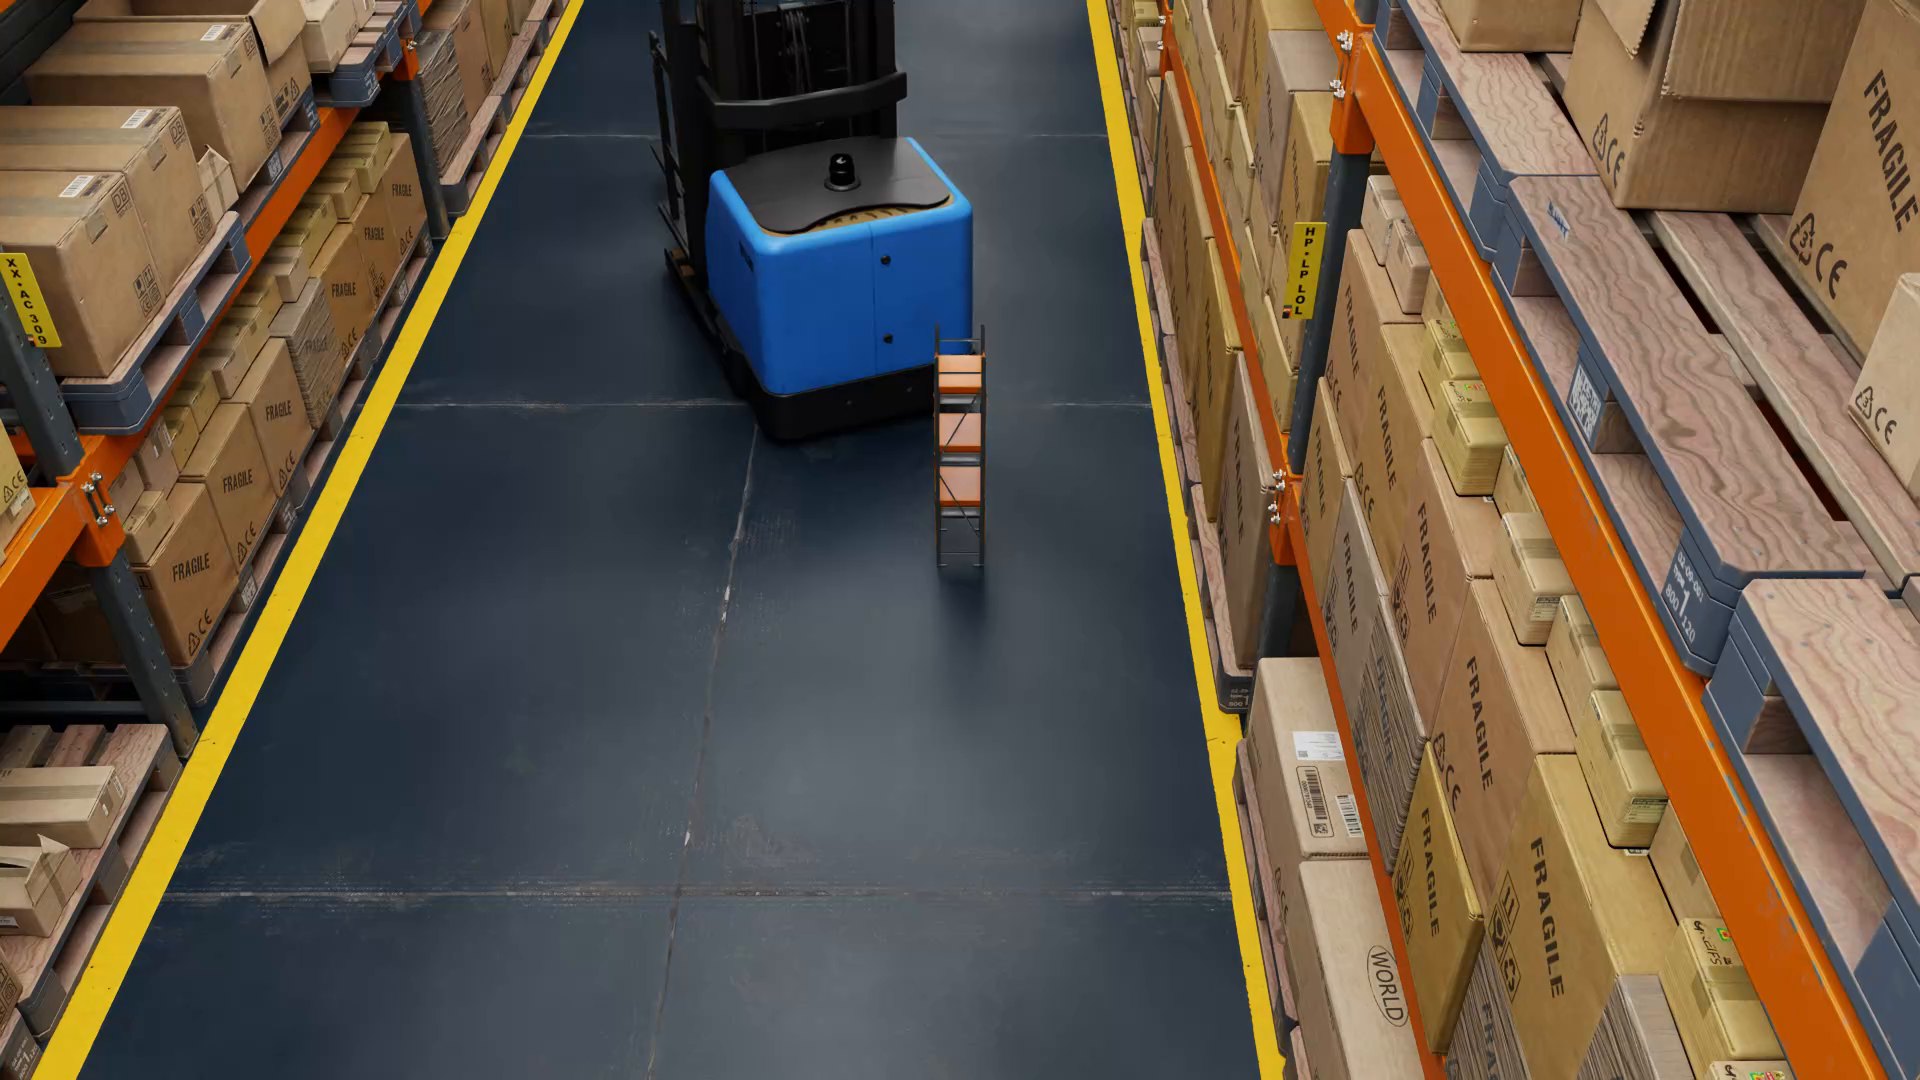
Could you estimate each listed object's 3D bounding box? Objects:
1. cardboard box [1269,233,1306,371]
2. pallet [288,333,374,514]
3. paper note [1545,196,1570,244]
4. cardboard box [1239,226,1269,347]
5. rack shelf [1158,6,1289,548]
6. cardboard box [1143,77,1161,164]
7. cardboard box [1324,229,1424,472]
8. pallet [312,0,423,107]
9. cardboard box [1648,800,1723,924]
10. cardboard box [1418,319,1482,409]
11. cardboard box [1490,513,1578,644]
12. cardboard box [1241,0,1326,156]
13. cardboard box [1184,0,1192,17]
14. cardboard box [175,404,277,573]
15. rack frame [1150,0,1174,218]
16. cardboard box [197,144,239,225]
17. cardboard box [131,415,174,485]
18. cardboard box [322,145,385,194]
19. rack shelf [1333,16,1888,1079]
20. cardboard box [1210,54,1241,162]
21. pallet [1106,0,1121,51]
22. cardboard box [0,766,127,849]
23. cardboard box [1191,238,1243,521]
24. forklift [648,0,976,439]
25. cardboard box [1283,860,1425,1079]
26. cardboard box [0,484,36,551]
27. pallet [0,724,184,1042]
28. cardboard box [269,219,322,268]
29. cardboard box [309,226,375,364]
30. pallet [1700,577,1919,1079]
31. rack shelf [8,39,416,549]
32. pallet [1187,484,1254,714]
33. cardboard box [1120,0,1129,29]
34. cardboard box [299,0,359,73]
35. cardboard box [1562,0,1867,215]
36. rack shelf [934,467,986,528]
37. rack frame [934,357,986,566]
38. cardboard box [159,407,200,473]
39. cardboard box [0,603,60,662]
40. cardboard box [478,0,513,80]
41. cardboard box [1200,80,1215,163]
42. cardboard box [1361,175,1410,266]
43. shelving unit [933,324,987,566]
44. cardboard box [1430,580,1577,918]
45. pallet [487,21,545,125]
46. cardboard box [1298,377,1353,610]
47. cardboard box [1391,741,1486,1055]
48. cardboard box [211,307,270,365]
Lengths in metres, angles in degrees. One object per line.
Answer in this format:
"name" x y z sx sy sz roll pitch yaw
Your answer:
"cardboard box" 1.335 -0.803 5.574 0.500 0.250 0.500 0 39 0
"pallet" -3.429 -0.571 7.793 1.003 0.211 1.213 0 39 0
"paper note" 0.998 -0.539 2.786 0.006 0.032 0.123 0 39 0
"cardboard box" 1.326 -0.932 6.134 0.500 0.250 0.500 -1 39 -1
"rack shelf" 1.576 -1.361 7.125 1.077 0.370 4.000 0 39 0
"cardboard box" 1.583 -2.385 9.592 0.950 0.372 0.625 -2 39 -3
"cardboard box" 1.337 -0.523 4.624 0.500 0.500 0.500 0 39 0
"pallet" -3.319 -2.388 7.985 1.213 0.211 1.003 0 39 0
"cardboard box" 1.385 0.562 2.752 0.380 0.149 0.250 0 39 0
"cardboard box" 1.317 -0.400 3.953 0.380 0.149 0.250 0 39 0
"cardboard box" 1.302 0.076 3.358 0.380 0.149 0.250 0 39 0
"cardboard box" 1.338 -1.740 6.144 0.500 0.500 0.500 1 39 1
"cardboard box" 1.327 -2.712 7.956 0.500 0.250 0.500 0 39 0
"cardboard box" -3.171 -0.210 6.776 0.500 0.500 0.500 -1 39 -1
"rack frame" 1.574 -2.893 8.461 1.000 3.000 0.127 0 39 0
"cardboard box" -3.003 -1.366 6.328 0.396 0.266 0.258 2 39 2
"cardboard box" -3.168 -0.330 6.170 0.380 0.149 0.250 -2 39 -2
"cardboard box" -3.105 -1.849 8.303 0.380 0.149 0.250 -2 39 -2
"rack shelf" 1.580 -0.030 3.066 1.077 0.370 4.000 0 39 0
"cardboard box" 1.302 -1.760 6.768 0.500 0.250 0.500 1 39 1
"pallet" 1.571 -3.819 11.847 1.003 0.211 1.213 0 39 0
"cardboard box" -3.091 0.911 5.658 0.380 0.149 0.250 -1 39 -1
"cardboard box" 1.489 -0.679 7.061 0.875 0.875 0.875 1 39 1
"forklift" -0.949 -2.536 8.070 1.130 2.935 3.031 -14 41 -17
"cardboard box" 1.473 1.397 4.821 0.875 0.438 0.875 -1 39 -1
"cardboard box" -3.133 -0.088 5.162 0.380 0.149 0.250 0 39 1
"pallet" -3.386 1.132 5.668 1.003 0.211 1.213 0 39 0
"cardboard box" -3.193 -1.363 7.697 0.380 0.149 0.250 -1 39 -1
"cardboard box" -3.181 -1.171 7.975 0.500 0.500 0.500 2 39 2
"pallet" 1.571 0.510 1.887 1.003 0.211 1.213 0 39 0
"rack shelf" -3.388 -1.355 7.118 1.077 0.370 4.000 0 39 0
"pallet" 1.502 0.214 6.814 1.003 0.211 1.213 0 39 0
"cardboard box" 1.576 -3.755 11.303 0.950 0.372 0.625 2 39 3
"cardboard box" -3.065 -2.333 7.546 0.500 0.250 0.500 -2 39 -2
"cardboard box" 1.612 -0.962 3.154 0.797 0.503 0.637 3 39 3
"rack shelf" 0.000 -0.151 7.060 0.215 0.259 0.240 0 39 0
"rack frame" 0.000 -0.300 6.785 0.200 1.050 0.008 0 39 0
"cardboard box" -3.209 -0.385 6.476 0.380 0.149 0.250 -2 39 -2
"cardboard box" -3.682 0.119 6.366 0.500 0.500 0.500 0 39 0
"cardboard box" -3.387 -3.344 10.587 0.875 0.625 0.625 -2 39 -2
"cardboard box" 1.336 -1.879 7.316 0.500 0.250 0.500 1 39 1
"cardboard box" 1.319 -0.876 4.546 0.380 0.149 0.250 -1 39 -1
"shelving unit" 0.000 -0.376 6.880 0.215 1.050 0.252 0 39 0
"cardboard box" 1.318 0.429 3.437 0.500 0.500 0.500 0 39 0
"pallet" -3.351 -3.075 10.918 1.003 0.211 1.213 0 39 0
"cardboard box" 1.317 -0.137 4.942 0.500 0.500 0.500 1 39 1
"cardboard box" 1.308 0.811 3.759 0.500 0.500 0.500 1 39 1
"cardboard box" -3.184 -0.868 7.079 0.380 0.149 0.250 1 39 2
